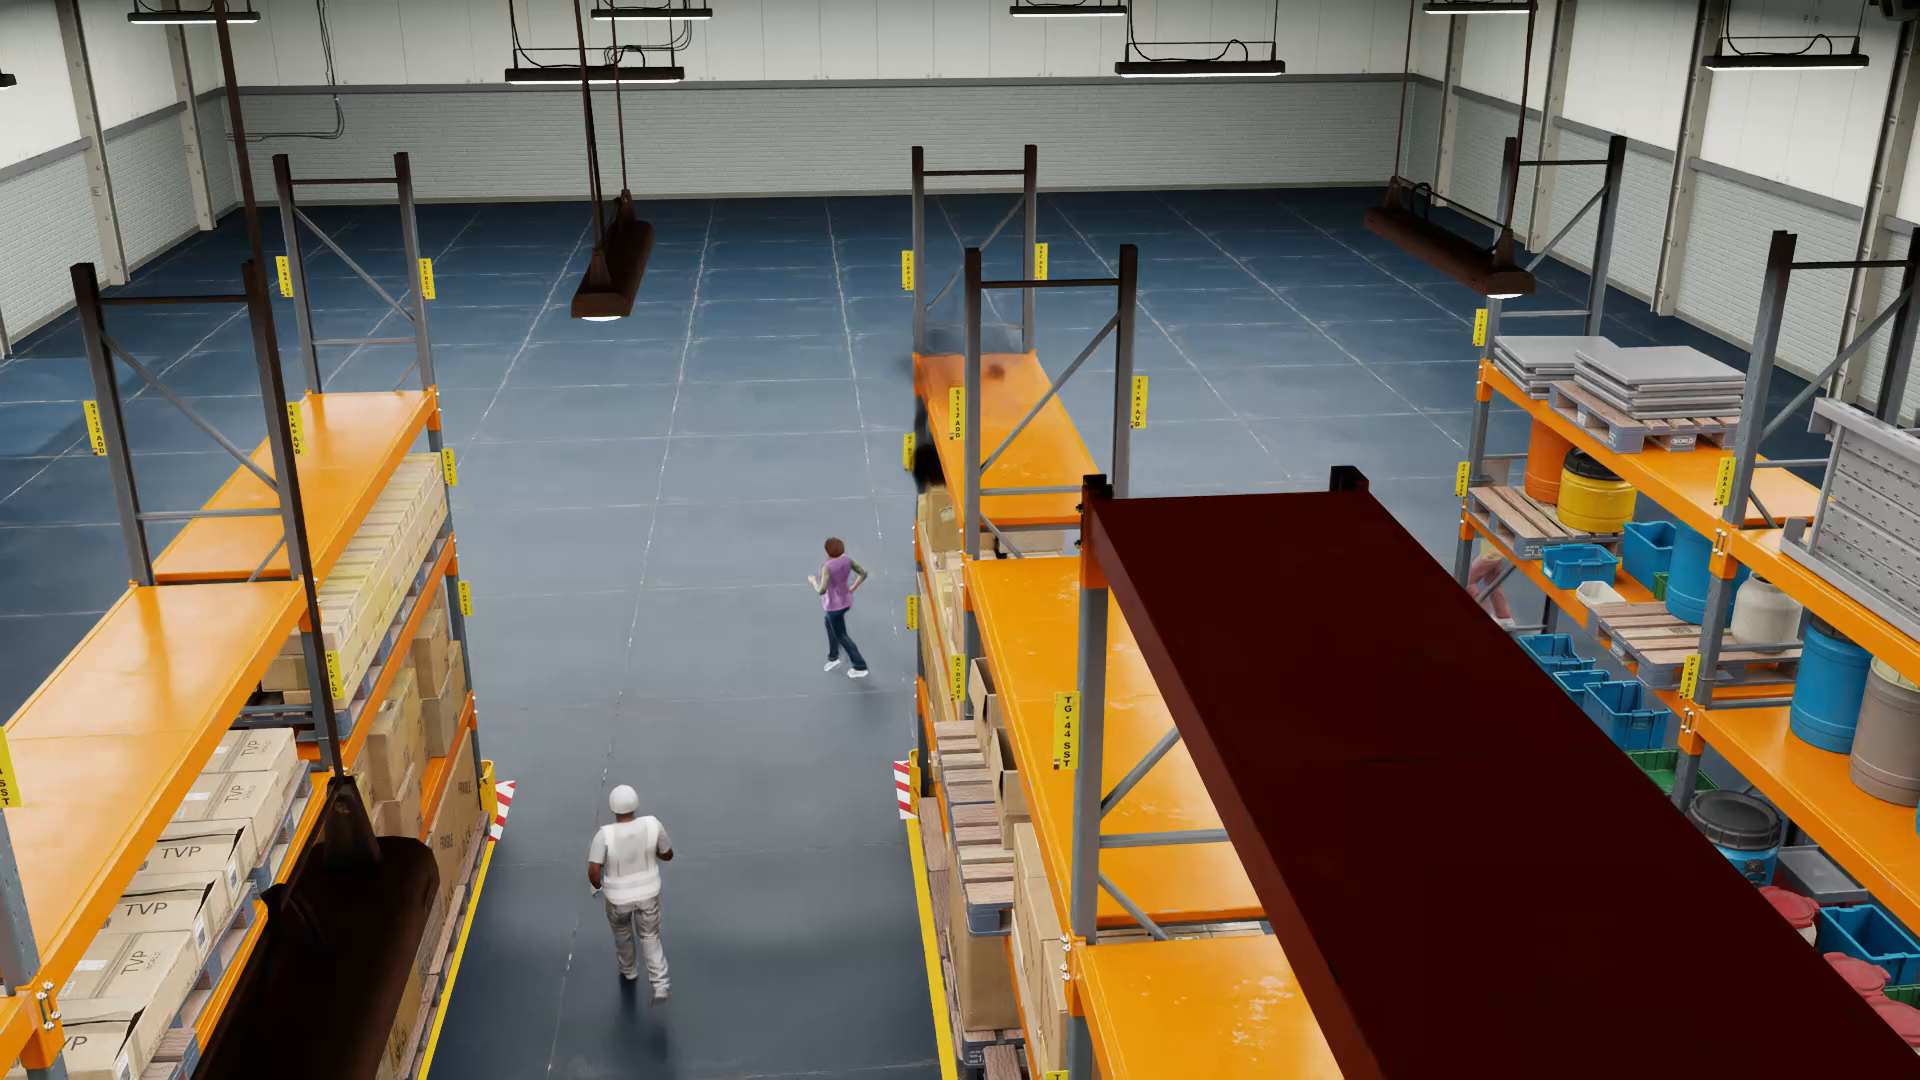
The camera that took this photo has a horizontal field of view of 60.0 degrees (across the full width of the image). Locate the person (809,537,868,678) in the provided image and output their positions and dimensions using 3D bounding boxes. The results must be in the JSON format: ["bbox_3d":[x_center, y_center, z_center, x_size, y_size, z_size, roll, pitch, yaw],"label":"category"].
[{"bbox_3d":[-1.279,0.737,17.617,0.733,1.647,0.521,13,25,30],"label":"person"}]

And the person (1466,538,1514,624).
[{"bbox_3d":[6.006,0.229,18.809,0.668,1.714,0.558,8,23,20],"label":"person"}]

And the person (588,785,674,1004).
[{"bbox_3d":[-2.447,2.671,12.467,0.663,1.772,0.967,-8,23,-20],"label":"person"}]
